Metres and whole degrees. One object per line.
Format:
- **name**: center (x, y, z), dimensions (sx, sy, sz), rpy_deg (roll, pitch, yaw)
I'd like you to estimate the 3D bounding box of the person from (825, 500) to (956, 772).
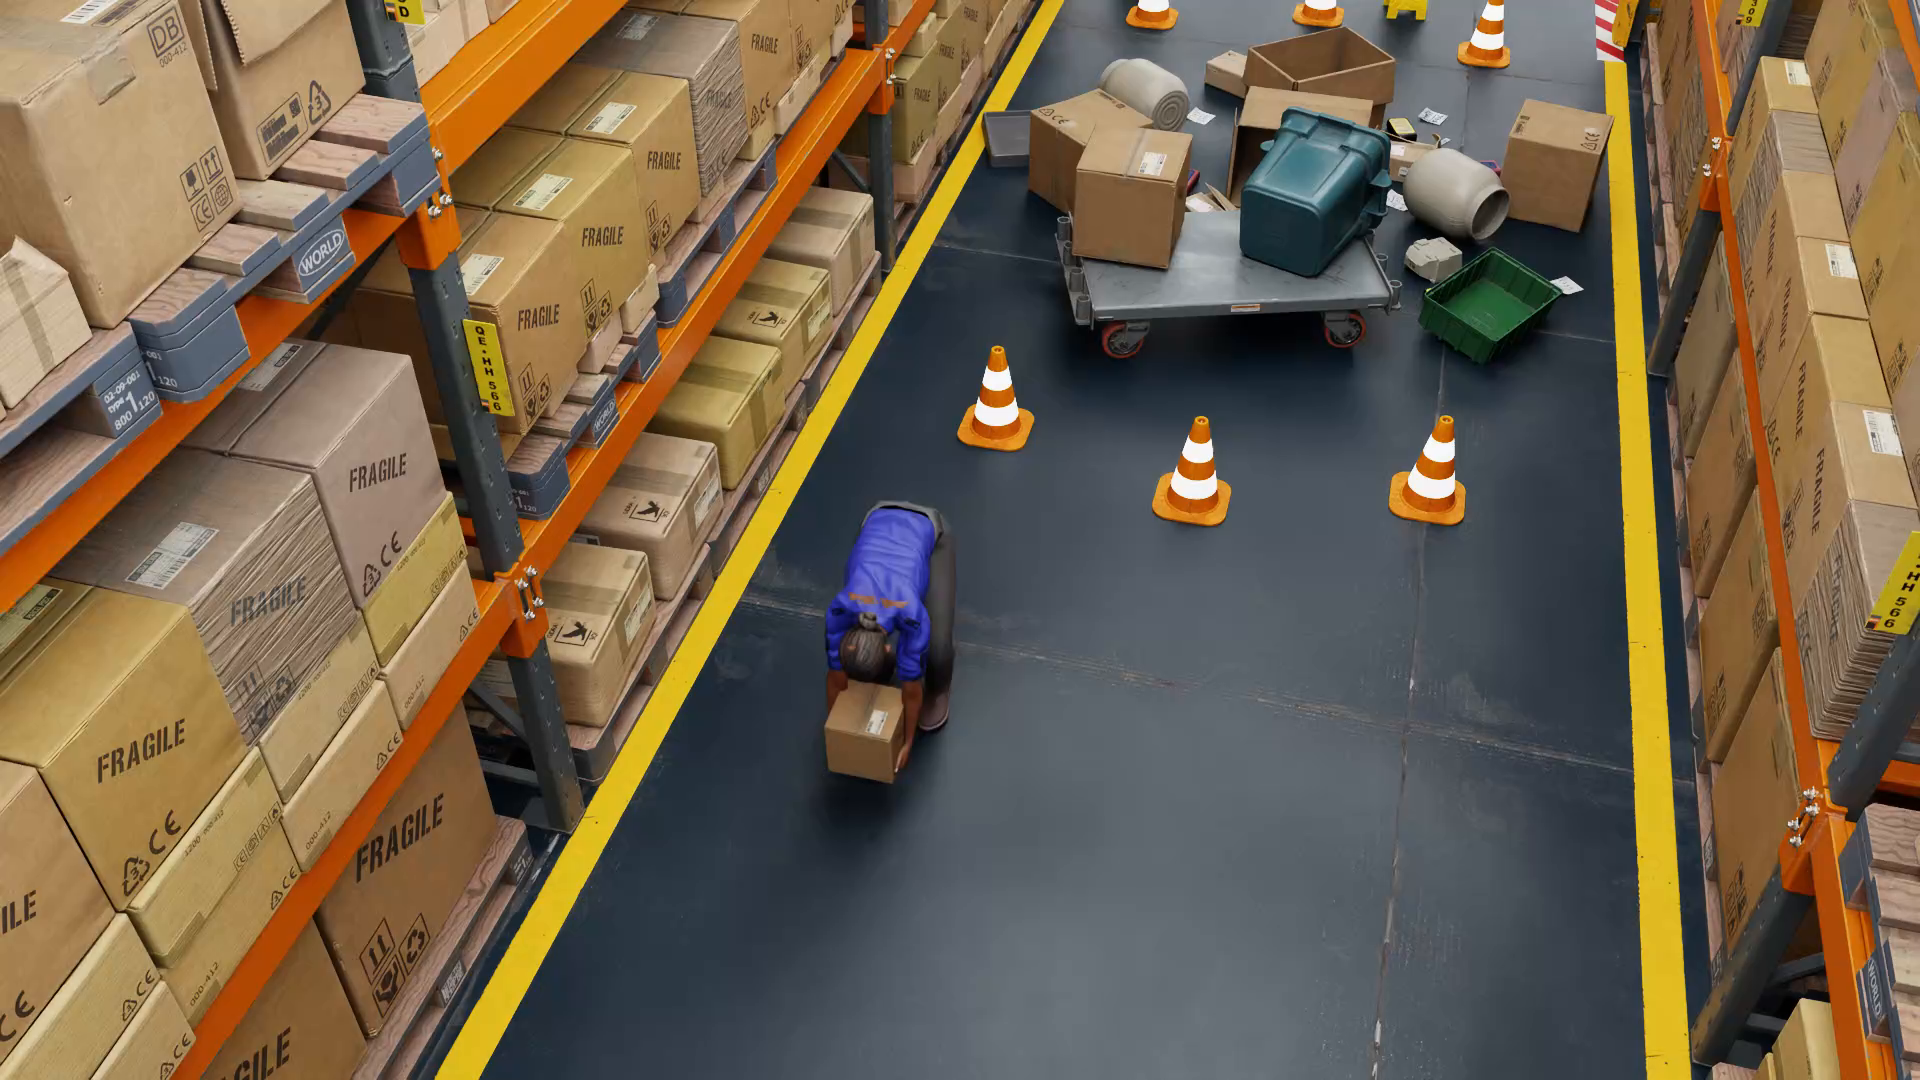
- **person**: center (-0.264, 0.411, 6.230), dimensions (0.446, 0.954, 0.876), rpy_deg (8, 42, 9)
